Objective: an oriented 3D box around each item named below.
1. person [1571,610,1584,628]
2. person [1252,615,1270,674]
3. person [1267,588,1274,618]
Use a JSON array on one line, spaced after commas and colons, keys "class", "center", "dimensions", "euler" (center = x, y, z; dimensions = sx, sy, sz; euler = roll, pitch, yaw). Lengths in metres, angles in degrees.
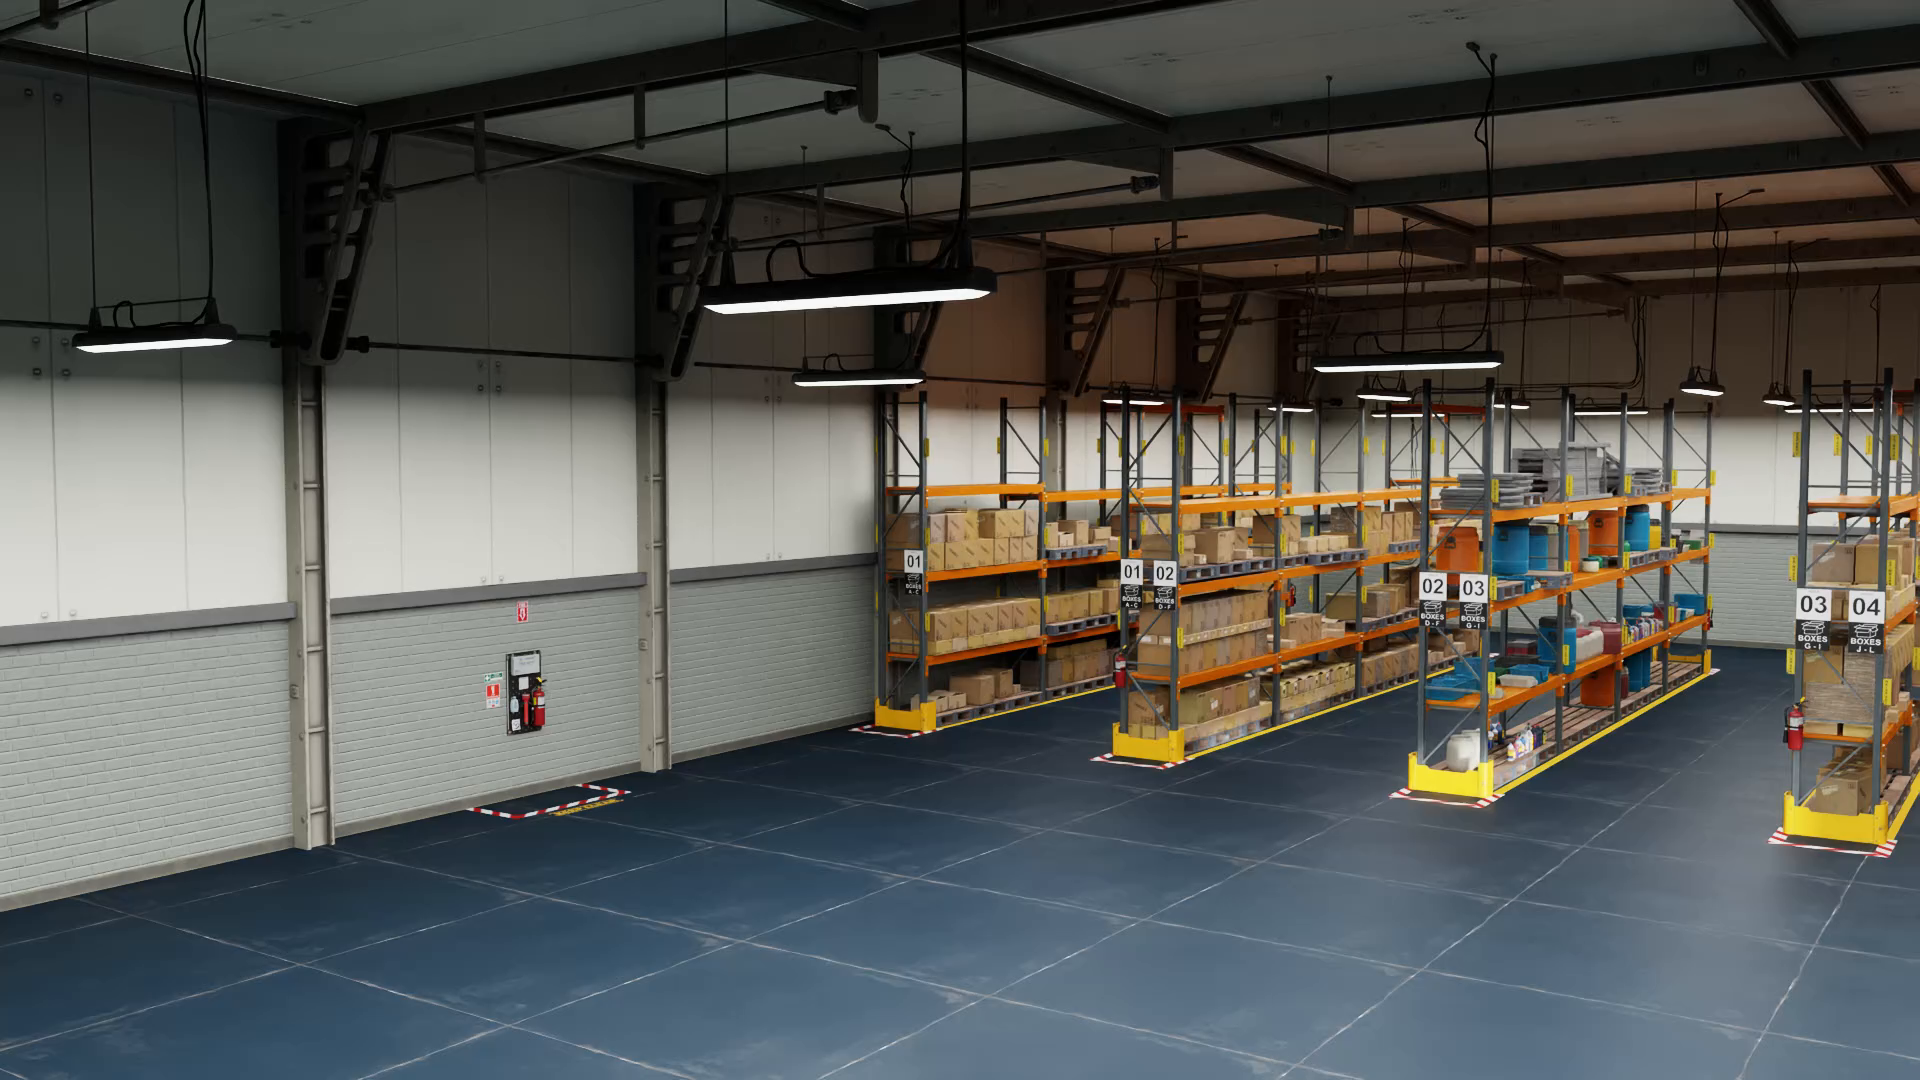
[{"class": "person", "center": [13.894, 2.126, 37.871], "dimensions": [0.572, 1.514, 0.793], "euler": [3, 4, 45]}, {"class": "person", "center": [6.316, 2.166, 35.218], "dimensions": [0.603, 1.767, 0.565], "euler": [3, 4, 40]}, {"class": "person", "center": [7.212, 1.966, 38.717], "dimensions": [0.558, 1.779, 0.636], "euler": [-1, 3, -10]}]
